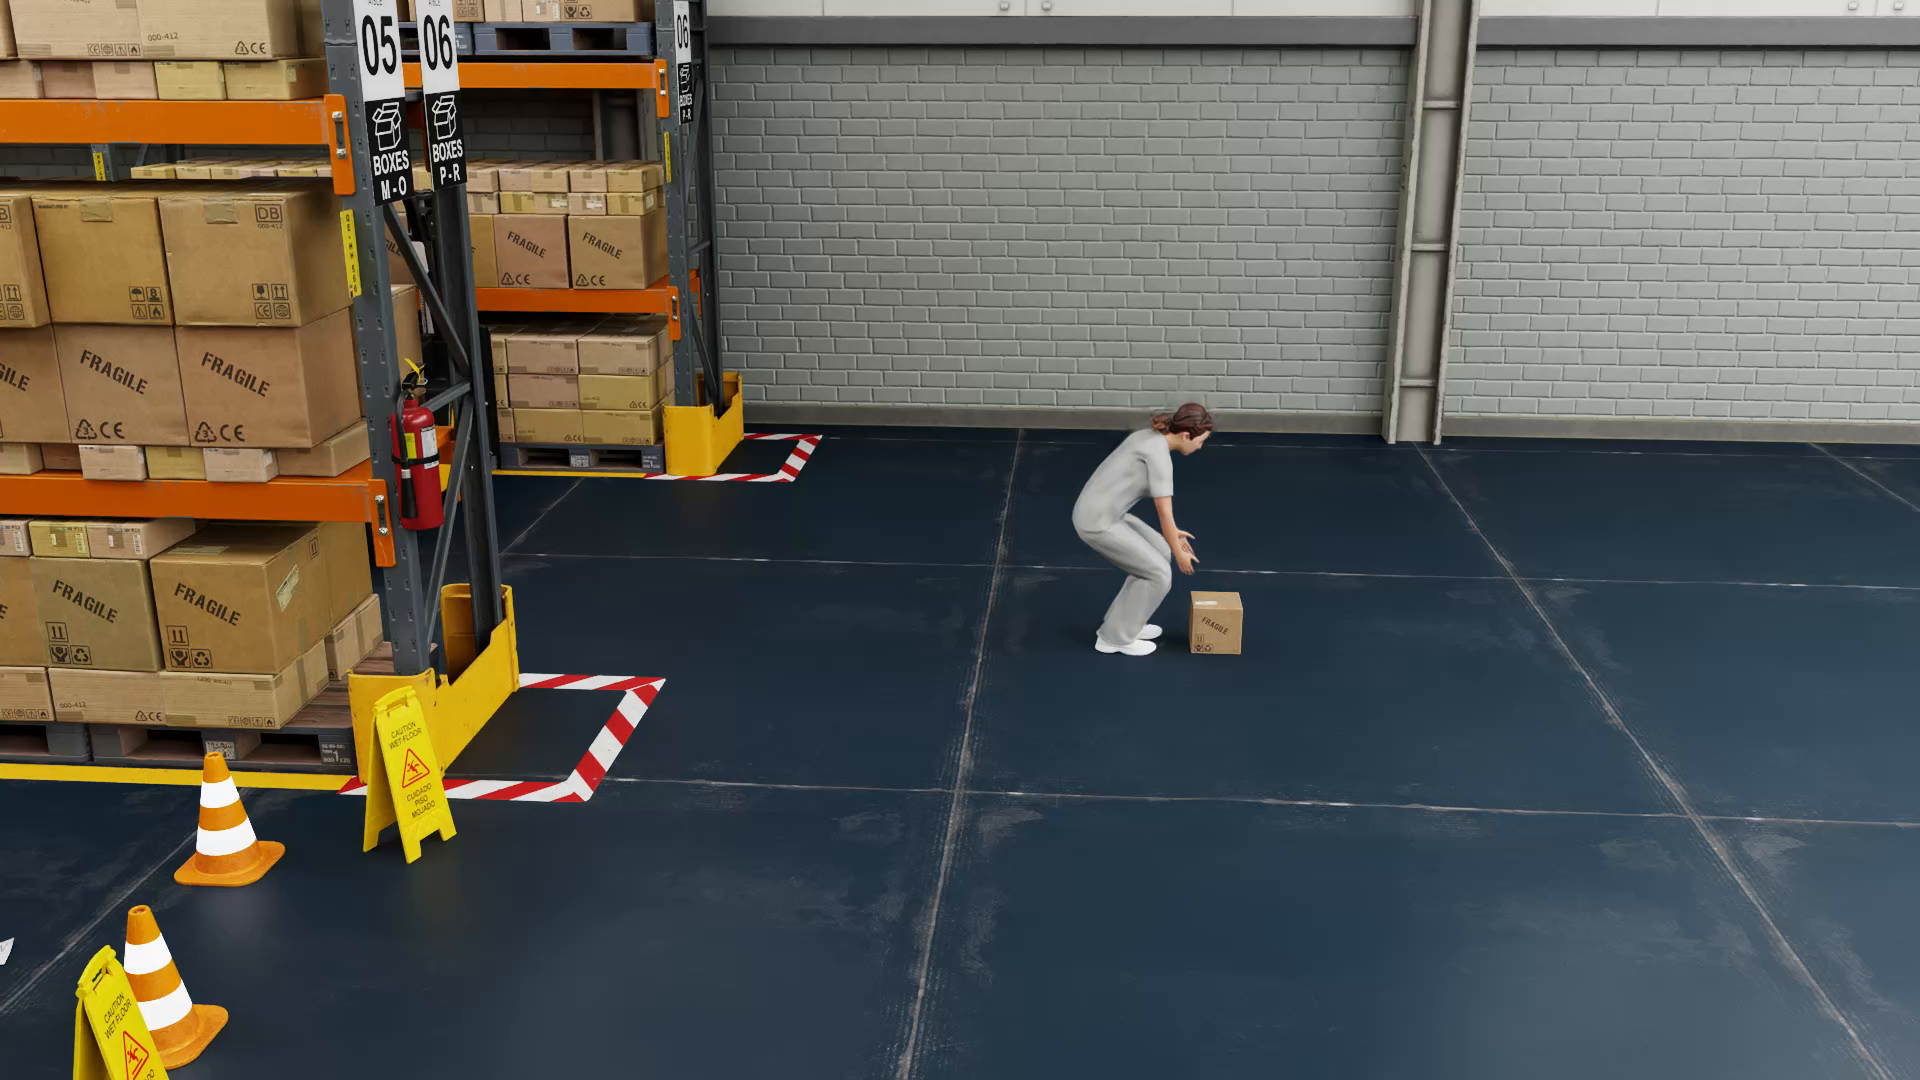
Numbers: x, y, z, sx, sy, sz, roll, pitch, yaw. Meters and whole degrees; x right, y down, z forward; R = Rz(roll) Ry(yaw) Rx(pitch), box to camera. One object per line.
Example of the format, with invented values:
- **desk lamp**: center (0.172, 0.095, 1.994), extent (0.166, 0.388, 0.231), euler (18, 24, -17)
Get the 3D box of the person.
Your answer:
- **person**: center (0.918, -0.076, 8.462), extent (0.697, 1.275, 0.493), euler (1, 18, 4)
